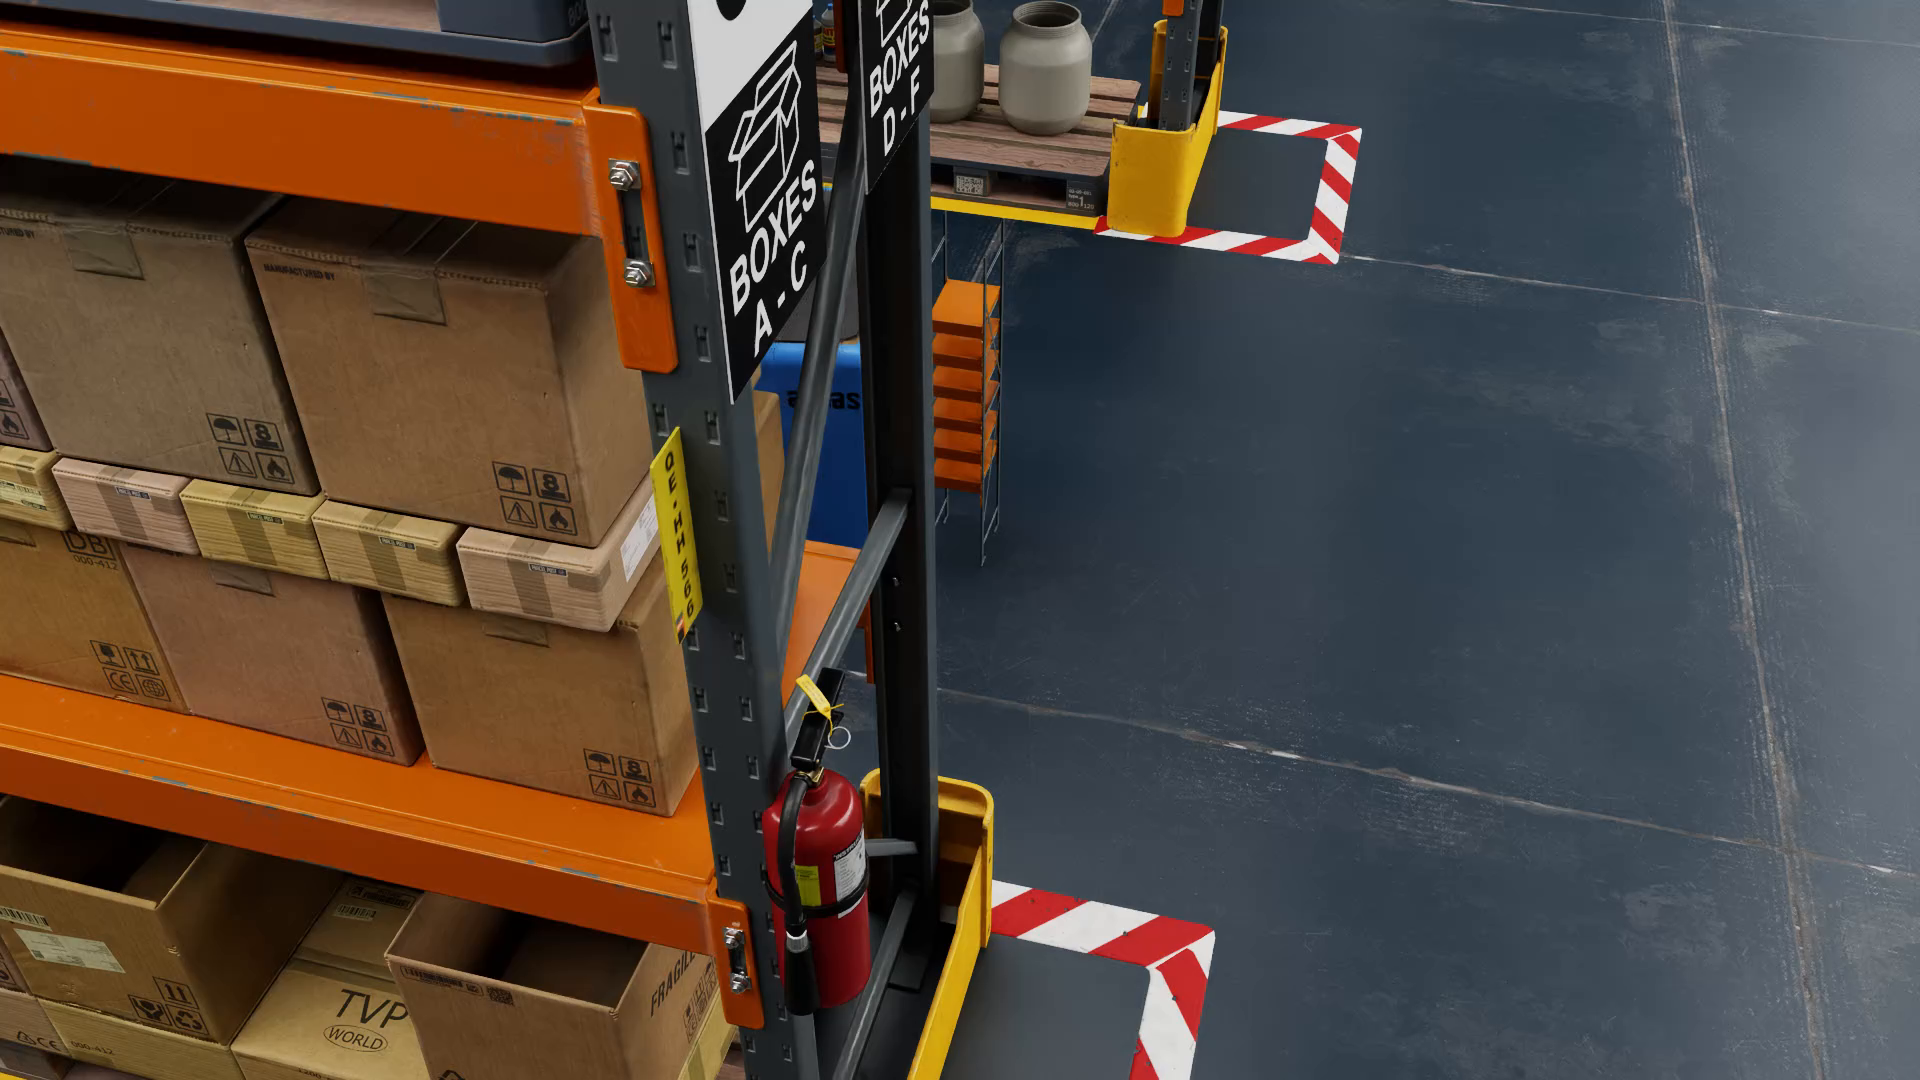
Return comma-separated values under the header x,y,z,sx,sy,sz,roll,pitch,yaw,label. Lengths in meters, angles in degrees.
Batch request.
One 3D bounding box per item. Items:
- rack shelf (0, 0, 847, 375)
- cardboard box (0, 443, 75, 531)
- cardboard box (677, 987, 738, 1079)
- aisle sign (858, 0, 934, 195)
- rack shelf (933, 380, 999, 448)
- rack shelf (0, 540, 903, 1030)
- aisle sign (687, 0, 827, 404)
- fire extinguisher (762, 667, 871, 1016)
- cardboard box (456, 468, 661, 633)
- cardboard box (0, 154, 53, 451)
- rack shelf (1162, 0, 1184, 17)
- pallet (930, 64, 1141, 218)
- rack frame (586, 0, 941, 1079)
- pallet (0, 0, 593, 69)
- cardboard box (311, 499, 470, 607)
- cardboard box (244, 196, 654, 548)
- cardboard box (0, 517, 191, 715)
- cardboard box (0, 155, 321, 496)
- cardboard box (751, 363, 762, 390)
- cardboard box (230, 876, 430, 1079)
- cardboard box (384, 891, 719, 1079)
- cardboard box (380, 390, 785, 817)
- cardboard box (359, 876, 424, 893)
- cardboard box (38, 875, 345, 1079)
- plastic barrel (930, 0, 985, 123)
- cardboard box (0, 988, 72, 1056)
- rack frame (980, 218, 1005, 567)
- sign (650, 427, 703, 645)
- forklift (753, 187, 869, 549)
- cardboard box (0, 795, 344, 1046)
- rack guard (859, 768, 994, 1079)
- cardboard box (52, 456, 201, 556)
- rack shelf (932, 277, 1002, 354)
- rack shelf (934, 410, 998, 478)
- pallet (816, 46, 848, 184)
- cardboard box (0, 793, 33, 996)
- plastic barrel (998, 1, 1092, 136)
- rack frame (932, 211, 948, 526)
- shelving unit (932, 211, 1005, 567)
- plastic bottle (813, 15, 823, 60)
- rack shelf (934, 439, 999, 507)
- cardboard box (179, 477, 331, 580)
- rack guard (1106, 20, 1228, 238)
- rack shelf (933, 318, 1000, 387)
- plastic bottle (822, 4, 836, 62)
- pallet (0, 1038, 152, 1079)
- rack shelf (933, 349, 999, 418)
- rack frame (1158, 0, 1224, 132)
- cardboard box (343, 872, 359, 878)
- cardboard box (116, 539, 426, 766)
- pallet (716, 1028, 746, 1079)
x,y,z,sx,sy,sz,roll,pitch,yaw,label
-2.173,-1.009,2.846,4.000,0.370,1.077,10,41,11,rack shelf
-1.656,-0.207,3.082,0.250,0.149,0.380,11,41,13,cardboard box
-0.836,1.183,3.820,0.500,0.250,0.500,10,41,11,cardboard box
-0.099,-0.978,2.561,0.004,0.787,0.394,10,41,11,aisle sign
0.014,-0.423,5.390,0.180,0.103,0.258,10,41,11,rack shelf
-2.173,0.140,3.811,4.000,0.370,1.077,10,41,11,rack shelf
-0.254,-0.605,2.117,0.004,0.787,0.394,10,41,11,aisle sign
-0.247,0.535,2.841,0.183,0.674,0.296,10,41,11,fire extinguisher
-0.660,-0.035,2.877,0.250,0.149,0.380,9,41,11,cardboard box
-1.737,-0.600,3.046,0.500,0.500,0.700,10,41,12,cardboard box
-0.889,-2.937,7.474,4.000,0.370,1.077,10,41,11,rack shelf
0.174,-1.934,7.889,1.213,0.211,1.003,10,41,11,pallet
-0.241,0.197,3.183,0.127,3.000,1.000,10,41,11,rack frame
-0.918,-1.052,2.406,1.213,0.211,1.003,10,41,11,pallet
-0.913,-0.078,2.928,0.250,0.149,0.380,11,41,13,cardboard box
-0.740,-0.433,2.846,0.500,0.500,0.700,10,41,12,cardboard box
-1.676,-0.098,3.456,0.500,0.500,0.700,10,41,12,cardboard box
-1.250,-0.517,2.946,0.500,0.500,0.700,9,41,10,cardboard box
-0.565,-0.289,3.180,0.250,0.149,0.380,9,41,11,cardboard box
-1.322,1.108,3.910,0.500,0.250,0.500,10,41,11,cardboard box
-0.836,0.897,3.577,0.500,0.500,0.500,10,41,11,cardboard box
-0.689,0.073,3.253,0.500,0.500,0.700,10,41,11,cardboard box
-1.186,0.781,4.300,0.500,0.250,0.500,10,41,11,cardboard box
-1.805,1.026,4.008,0.500,0.250,0.500,10,41,11,cardboard box
-0.097,-2.233,7.685,0.421,0.512,0.421,0,40,0,plastic barrel
-2.288,0.941,4.108,0.500,0.250,0.500,10,41,11,cardboard box
0.102,-0.442,5.343,0.006,1.200,0.240,10,41,11,rack frame
-0.395,-0.003,2.336,0.005,0.325,0.100,10,41,11,sign
-1.643,-1.201,4.901,3.031,2.935,1.130,2,40,3,forklift
-1.806,0.740,3.765,0.500,0.500,0.500,10,41,11,cardboard box
-0.218,1.158,3.983,0.348,0.500,1.175,10,41,11,rack guard
-1.402,-0.163,3.030,0.250,0.149,0.380,10,41,12,cardboard box
0.014,-0.699,5.158,0.180,0.103,0.258,10,41,11,rack shelf
0.014,-0.331,5.467,0.180,0.103,0.258,10,41,11,rack shelf
-1.001,-2.138,8.132,1.213,0.211,1.003,10,41,11,pallet
-2.289,0.656,3.864,0.500,0.500,0.500,10,41,11,cardboard box
0.387,-2.150,7.586,0.421,0.512,0.421,0,40,0,plastic barrel
-0.074,-0.472,5.379,0.006,1.200,0.240,10,41,11,rack frame
0.014,-0.457,5.361,0.189,1.200,0.258,10,41,11,shelving unit
-0.728,-2.489,8.215,0.097,0.201,0.097,0,40,0,plastic bottle
0.014,-0.239,5.544,0.180,0.103,0.258,10,41,11,rack shelf
-1.160,-0.120,2.979,0.250,0.149,0.380,9,41,11,cardboard box
0.957,-1.906,7.631,0.348,0.500,1.175,10,41,11,rack guard
0.014,-0.607,5.236,0.180,0.103,0.258,10,41,11,rack shelf
-0.628,-2.499,8.172,0.097,0.271,0.097,0,40,0,plastic bottle
-2.166,0.959,4.444,1.213,0.211,1.003,10,41,11,pallet
0.014,-0.515,5.313,0.180,0.103,0.258,10,41,11,rack shelf
1.043,-2.880,6.847,0.127,3.000,1.000,10,41,11,rack frame
-1.669,0.697,4.399,0.500,0.250,0.500,10,41,11,cardboard box
-1.198,-0.011,3.353,0.500,0.500,0.700,11,41,13,cardboard box
-0.991,1.163,4.201,1.213,0.211,1.003,10,41,11,pallet
